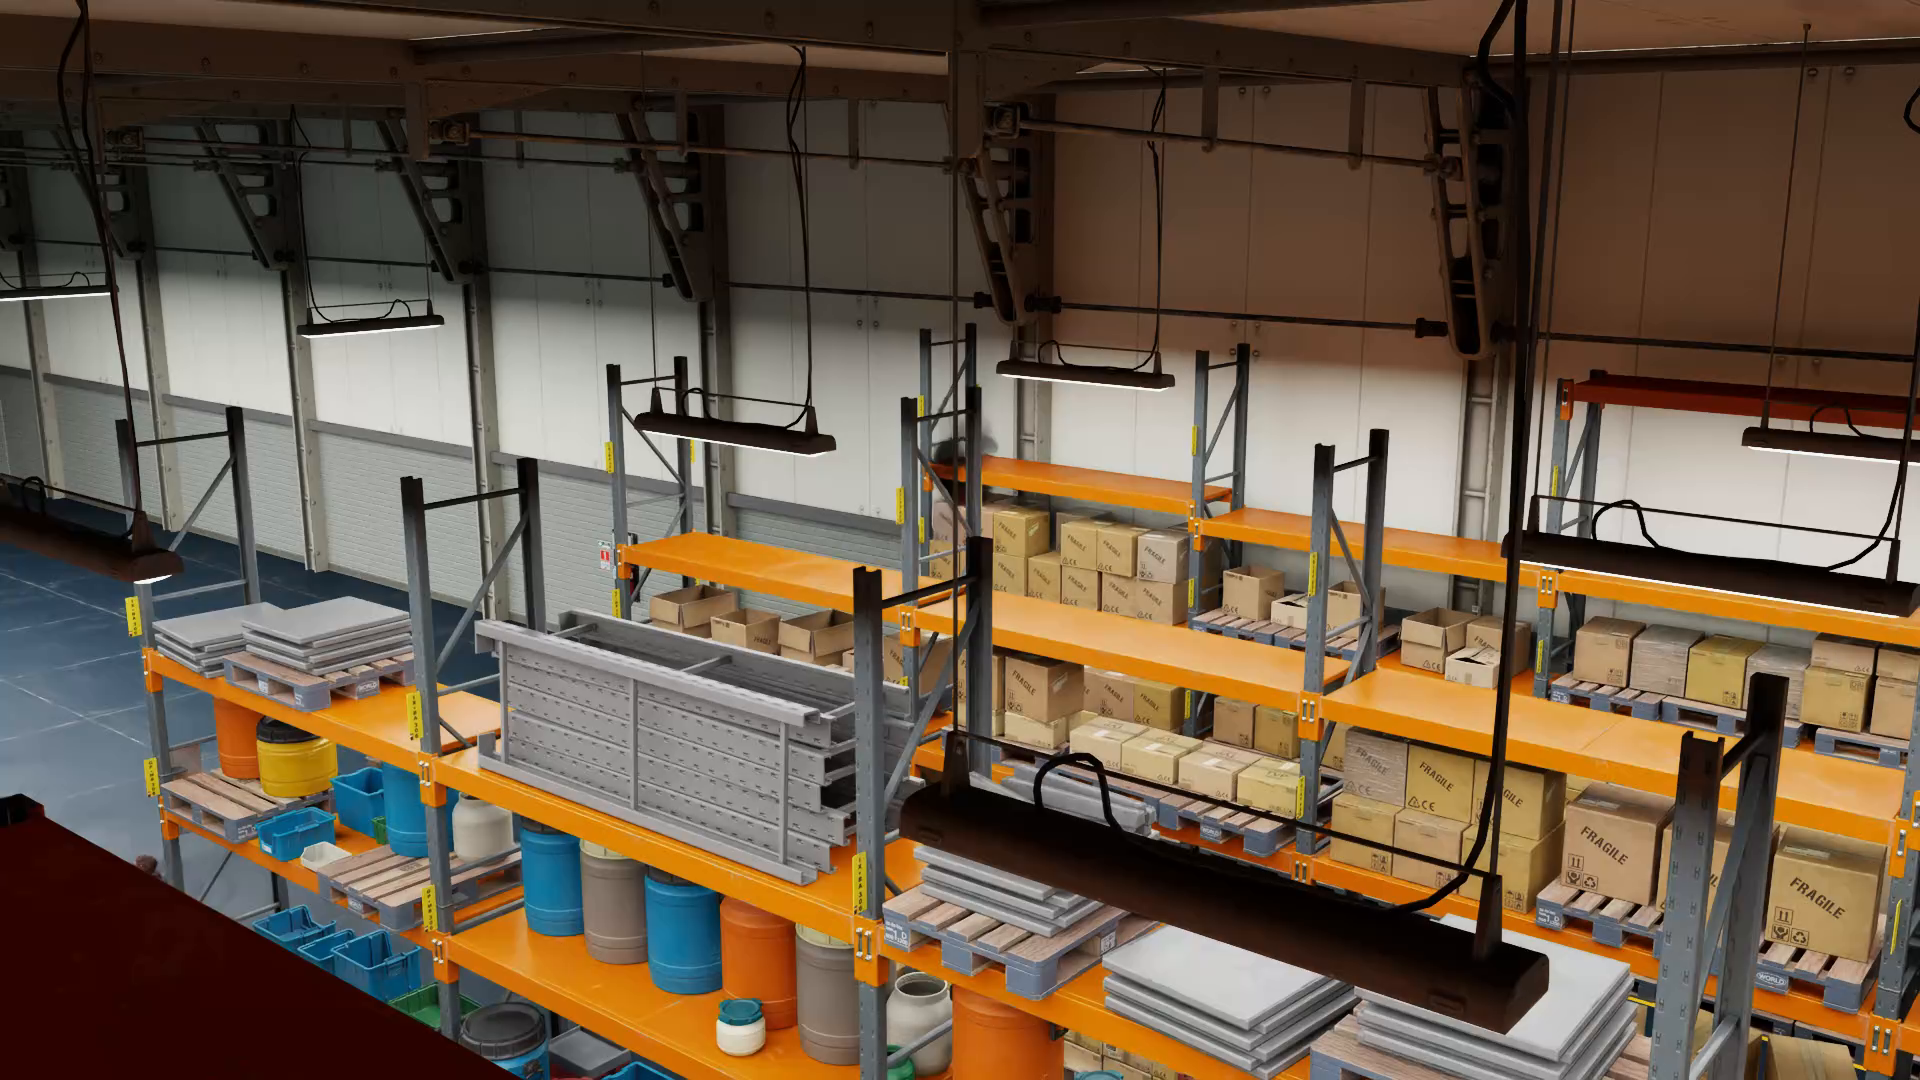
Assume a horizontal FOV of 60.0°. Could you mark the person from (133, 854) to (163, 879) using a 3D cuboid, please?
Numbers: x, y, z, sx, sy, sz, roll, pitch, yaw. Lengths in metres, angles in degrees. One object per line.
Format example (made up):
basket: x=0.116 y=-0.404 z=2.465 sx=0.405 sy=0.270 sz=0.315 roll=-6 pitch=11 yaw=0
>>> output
person: x=-7.674 y=3.776 z=15.738 sx=0.646 sy=1.683 sz=0.584 roll=-2 pitch=13 yaw=-8

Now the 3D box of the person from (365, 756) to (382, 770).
person: x=-6.307 y=3.124 z=18.534 sx=0.635 sy=1.729 sz=0.671 roll=-7 pitch=14 yaw=-28
